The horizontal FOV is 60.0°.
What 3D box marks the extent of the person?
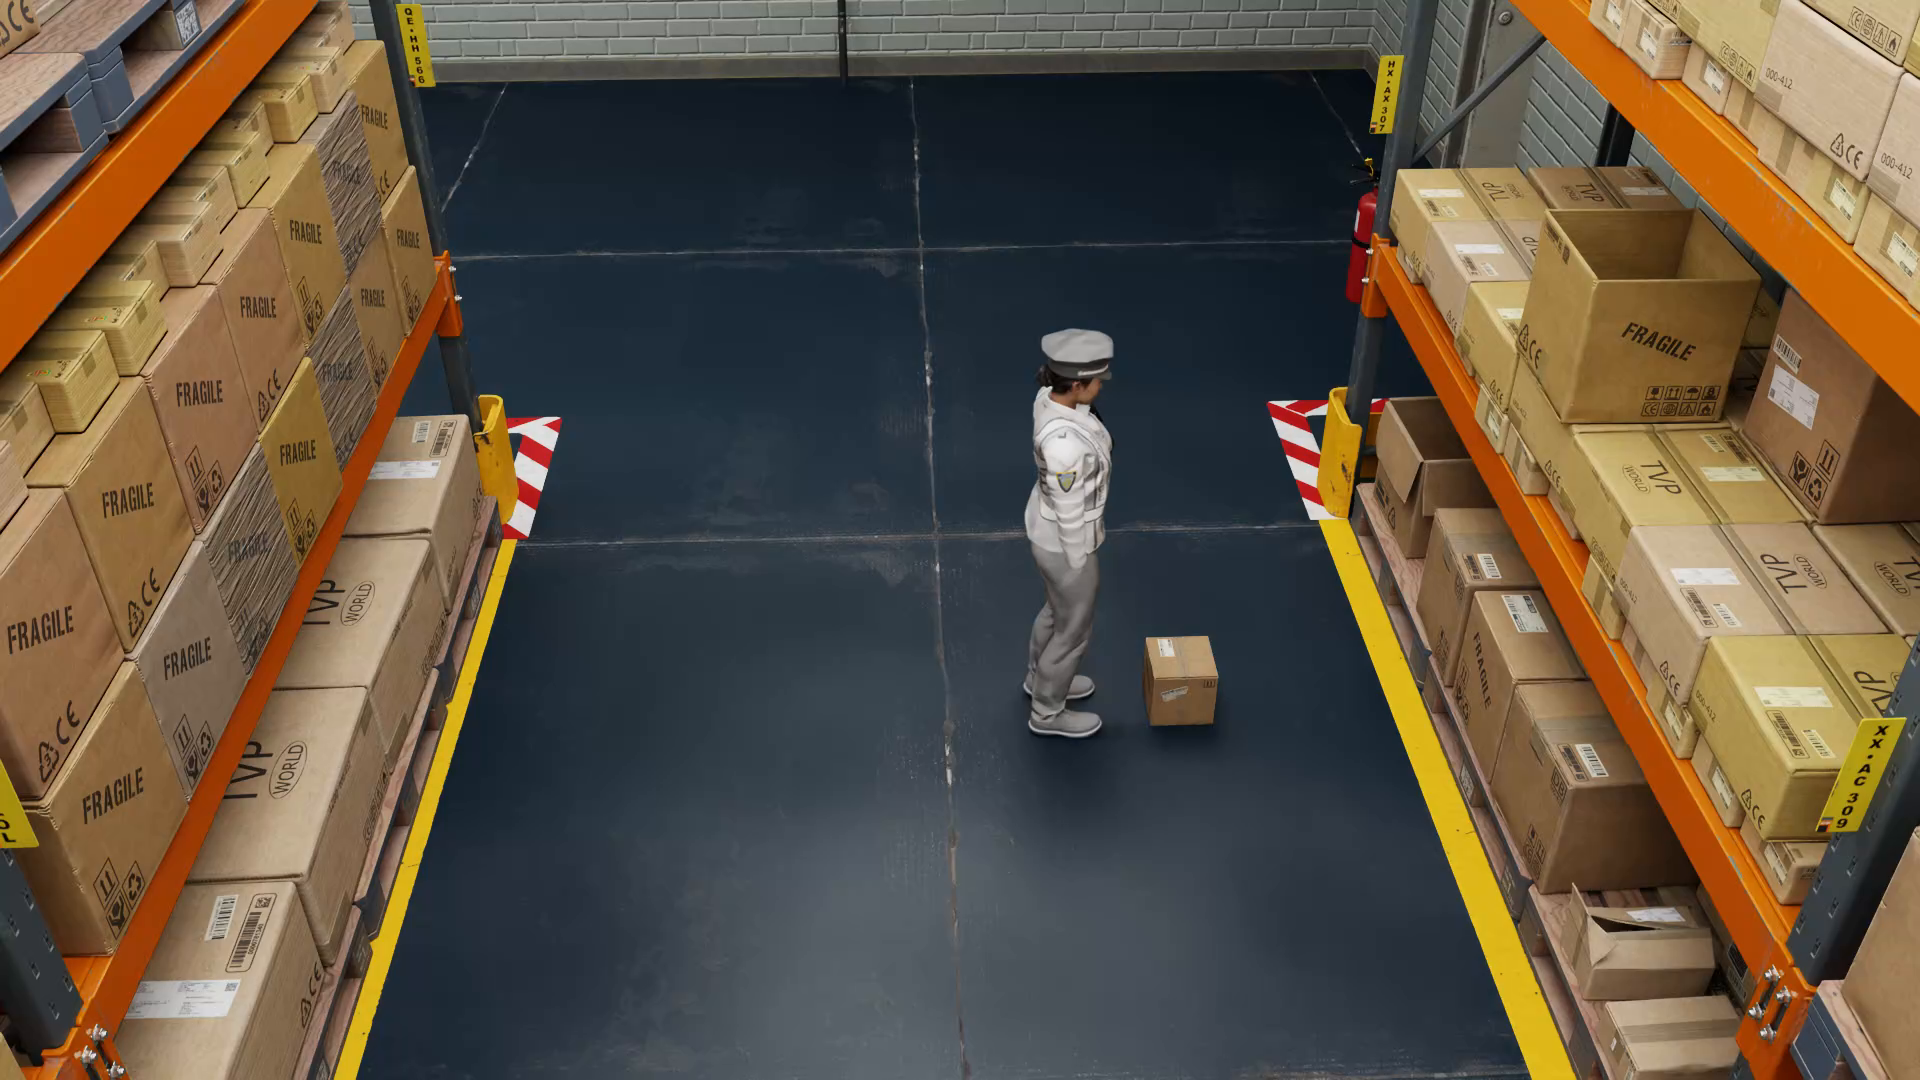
[{"bbox_3d":[0.402,-0.014,6.170,0.328,1.661,0.470,-1,35,-1],"label":"person"}]
